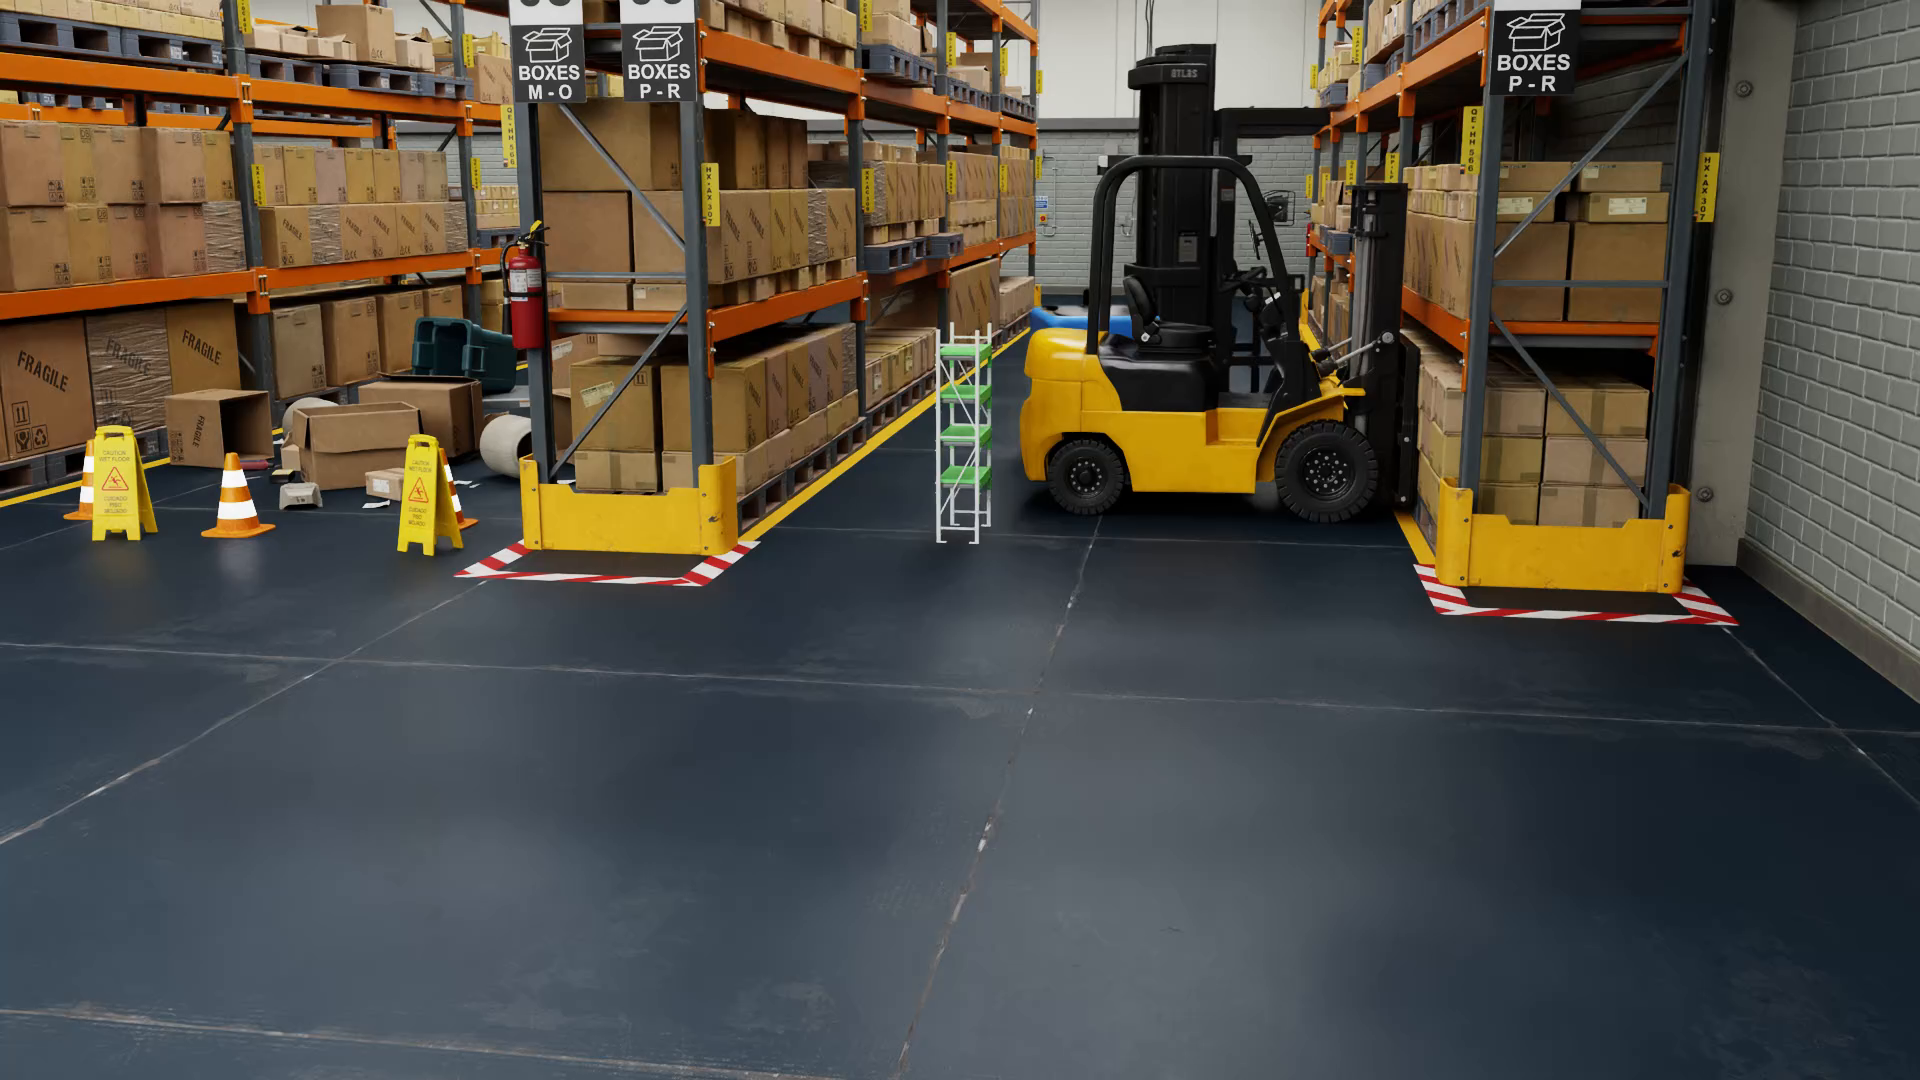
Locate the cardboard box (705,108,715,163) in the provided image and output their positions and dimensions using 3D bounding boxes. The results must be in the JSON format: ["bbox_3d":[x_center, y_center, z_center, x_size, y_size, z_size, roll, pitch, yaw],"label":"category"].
[{"bbox_3d":[-1.932,-2.429,10.328,0.700,0.500,0.500,2,12,8],"label":"cardboard box"}]

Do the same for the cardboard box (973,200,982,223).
[{"bbox_3d":[-0.044,-3.668,18.563,0.500,0.250,0.500,2,12,10],"label":"cardboard box"}]

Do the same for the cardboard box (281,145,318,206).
[{"bbox_3d":[-6.000,-3.138,14.325,0.700,0.500,0.500,2,12,8],"label":"cardboard box"}]

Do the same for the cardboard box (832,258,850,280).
[{"bbox_3d":[-1.021,-1.999,12.245,0.380,0.149,0.250,2,12,10],"label":"cardboard box"}]

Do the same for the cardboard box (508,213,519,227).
[{"bbox_3d":[-5.142,-3.560,18.492,0.380,0.149,0.250,2,12,11],"label":"cardboard box"}]

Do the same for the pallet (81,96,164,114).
[{"bbox_3d":[-10.203,-5.147,19.585,1.003,0.211,1.213,2,12,11],"label":"pallet"}]

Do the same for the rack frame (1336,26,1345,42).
[{"bbox_3d":[4.894,-6.689,19.170,1.000,3.000,0.127,2,12,9],"label":"rack frame"}]

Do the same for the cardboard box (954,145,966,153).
[{"bbox_3d":[-0.130,-4.897,20.944,0.380,0.149,0.250,2,12,10],"label":"cardboard box"}]

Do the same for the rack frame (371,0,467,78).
[{"bbox_3d":[-5.533,-6.155,16.695,1.000,3.000,0.127,2,12,9],"label":"rack frame"}]

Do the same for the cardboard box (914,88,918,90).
[{"bbox_3d":[-0.782,-4.402,15.440,0.700,0.500,0.500,2,12,9],"label":"cardboard box"}]

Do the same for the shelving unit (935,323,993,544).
[{"bbox_3d":[0.025,-0.621,9.527,0.258,1.200,0.503,2,12,9],"label":"shelving unit"}]

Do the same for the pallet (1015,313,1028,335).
[{"bbox_3d":[0.368,-2.963,22.743,1.003,0.211,1.213,2,12,9],"label":"pallet"}]

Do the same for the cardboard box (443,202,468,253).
[{"bbox_3d":[-5.337,-3.169,16.841,0.500,0.500,0.500,2,12,9],"label":"cardboard box"}]

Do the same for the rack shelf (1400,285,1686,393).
[{"bbox_3d":[3.356,-1.323,10.218,1.077,0.370,4.000,2,12,9],"label":"rack shelf"}]

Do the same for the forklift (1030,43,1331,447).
[{"bbox_3d":[2.067,-2.080,12.186,3.031,2.935,1.130,-1,12,-5],"label":"forklift"}]

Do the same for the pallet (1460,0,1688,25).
[{"bbox_3d":[3.183,-2.827,8.583,1.003,0.211,1.213,2,12,9],"label":"pallet"}]

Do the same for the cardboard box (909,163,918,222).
[{"bbox_3d":[-0.652,-3.053,14.598,0.500,0.500,0.500,1,12,6],"label":"cardboard box"}]

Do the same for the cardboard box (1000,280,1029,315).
[{"bbox_3d":[0.469,-3.370,23.096,0.875,0.438,0.875,2,12,10],"label":"cardboard box"}]

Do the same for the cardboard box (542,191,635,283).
[{"bbox_3d":[-2.045,-1.734,9.477,0.500,0.500,0.500,2,12,8],"label":"cardboard box"}]

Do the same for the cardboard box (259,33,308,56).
[{"bbox_3d":[-5.743,-4.196,14.084,0.250,0.149,0.380,2,12,9],"label":"cardboard box"}]

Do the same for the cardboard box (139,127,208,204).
[{"bbox_3d":[-6.209,-2.797,12.434,0.875,0.550,0.550,2,12,9],"label":"cardboard box"}]

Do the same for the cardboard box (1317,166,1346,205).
[{"bbox_3d":[4.943,-4.629,21.724,0.500,0.500,0.500,2,12,10],"label":"cardboard box"}]

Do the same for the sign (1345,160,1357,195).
[{"bbox_3d":[3.741,-3.466,15.897,0.100,0.325,0.005,2,12,9],"label":"sign"}]

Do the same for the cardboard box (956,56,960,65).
[{"bbox_3d":[0.165,-5.969,21.470,0.797,0.503,0.637,3,12,13],"label":"cardboard box"}]

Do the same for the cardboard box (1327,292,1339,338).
[{"bbox_3d":[4.597,-2.646,19.587,0.500,0.500,0.500,2,12,11],"label":"cardboard box"}]

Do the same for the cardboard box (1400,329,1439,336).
[{"bbox_3d":[3.279,-1.350,11.794,0.500,0.250,0.500,2,12,8],"label":"cardboard box"}]

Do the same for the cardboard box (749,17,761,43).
[{"bbox_3d":[-1.407,-3.039,9.953,0.380,0.149,0.250,1,12,7],"label":"cardboard box"}]

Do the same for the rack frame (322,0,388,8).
[{"bbox_3d":[-9.188,-8.002,25.266,1.000,3.000,0.127,2,12,9],"label":"rack frame"}]

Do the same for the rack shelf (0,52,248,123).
[{"bbox_3d":[-6.456,-3.088,11.291,1.077,0.370,4.000,2,12,9],"label":"rack shelf"}]

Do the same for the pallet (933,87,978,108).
[{"bbox_3d":[-0.411,-4.826,18.095,1.003,0.211,1.213,2,12,11],"label":"pallet"}]

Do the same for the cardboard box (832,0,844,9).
[{"bbox_3d":[-1.039,-3.854,11.842,0.380,0.149,0.250,2,12,7],"label":"cardboard box"}]

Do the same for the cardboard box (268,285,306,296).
[{"bbox_3d":[-9.623,-3.539,22.839,0.875,0.875,0.875,2,12,9],"label":"cardboard box"}]

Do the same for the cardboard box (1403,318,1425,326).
[{"bbox_3d":[3.973,-1.562,14.261,0.875,0.625,0.625,1,12,6],"label":"cardboard box"}]

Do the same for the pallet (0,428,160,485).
[{"bbox_3d":[-6.528,-0.616,11.853,1.003,0.211,1.213,2,12,9],"label":"pallet"}]

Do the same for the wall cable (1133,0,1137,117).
[{"bbox_3d":[1.943,-8.850,29.197,2.355,3.000,0.029,2,12,9],"label":"wall cable"}]

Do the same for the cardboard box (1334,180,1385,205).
[{"bbox_3d":[4.347,-3.525,17.487,0.797,0.503,0.637,2,12,7],"label":"cardboard box"}]

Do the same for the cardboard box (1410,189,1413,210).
[{"bbox_3d":[3.317,-2.345,11.477,0.380,0.149,0.250,2,12,10],"label":"cardboard box"}]

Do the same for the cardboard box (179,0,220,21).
[{"bbox_3d":[-5.970,-4.072,12.563,0.500,0.250,0.500,2,12,8],"label":"cardboard box"}]

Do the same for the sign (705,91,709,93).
[{"bbox_3d":[-3.757,-6.765,24.543,0.100,0.325,0.005,2,12,9],"label":"sign"}]

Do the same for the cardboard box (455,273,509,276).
[{"bbox_3d":[-5.526,-2.934,19.145,0.500,0.250,0.500,2,12,10],"label":"cardboard box"}]

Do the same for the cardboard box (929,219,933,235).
[{"bbox_3d":[-0.455,-2.926,15.549,0.380,0.149,0.250,1,12,6],"label":"cardboard box"}]

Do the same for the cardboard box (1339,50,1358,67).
[{"bbox_3d":[4.236,-5.129,17.707,0.380,0.149,0.250,2,12,9],"label":"cardboard box"}]

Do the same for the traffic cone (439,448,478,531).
[{"bbox_3d":[-3.065,-0.309,9.830,0.336,0.463,0.334,2,12,9],"label":"traffic cone"}]

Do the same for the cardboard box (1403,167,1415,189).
[{"bbox_3d":[3.322,-2.545,11.701,0.380,0.149,0.250,2,12,10],"label":"cardboard box"}]

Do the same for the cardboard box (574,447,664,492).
[{"bbox_3d":[-1.994,-0.461,10.043,0.500,0.250,0.500,2,12,8],"label":"cardboard box"}]

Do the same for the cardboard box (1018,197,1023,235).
[{"bbox_3d":[0.563,-4.369,22.410,0.500,0.500,0.500,2,12,10],"label":"cardboard box"}]

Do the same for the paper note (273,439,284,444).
[{"bbox_3d":[-5.357,-0.770,12.991,0.147,0.020,0.142,-7,14,-30],"label":"paper note"}]

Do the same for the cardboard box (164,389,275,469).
[{"bbox_3d":[-5.373,-0.813,12.073,0.500,0.500,0.500,4,13,18],"label":"cardboard box"}]

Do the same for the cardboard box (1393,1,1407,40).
[{"bbox_3d":[3.534,-3.926,12.449,0.500,0.311,0.500,1,12,7],"label":"cardboard box"}]

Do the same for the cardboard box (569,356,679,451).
[{"bbox_3d":[-1.991,-0.821,9.933,0.500,0.500,0.500,2,12,9],"label":"cardboard box"}]

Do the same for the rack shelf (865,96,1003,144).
[{"bbox_3d":[-0.319,-4.614,18.372,1.077,0.370,4.000,2,12,9],"label":"rack shelf"}]

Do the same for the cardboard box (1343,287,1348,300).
[{"bbox_3d":[4.437,-2.717,18.375,0.380,0.149,0.250,2,12,11],"label":"cardboard box"}]

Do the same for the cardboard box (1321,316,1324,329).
[{"bbox_3d":[4.690,-2.693,20.640,0.380,0.149,0.250,2,12,7],"label":"cardboard box"}]
